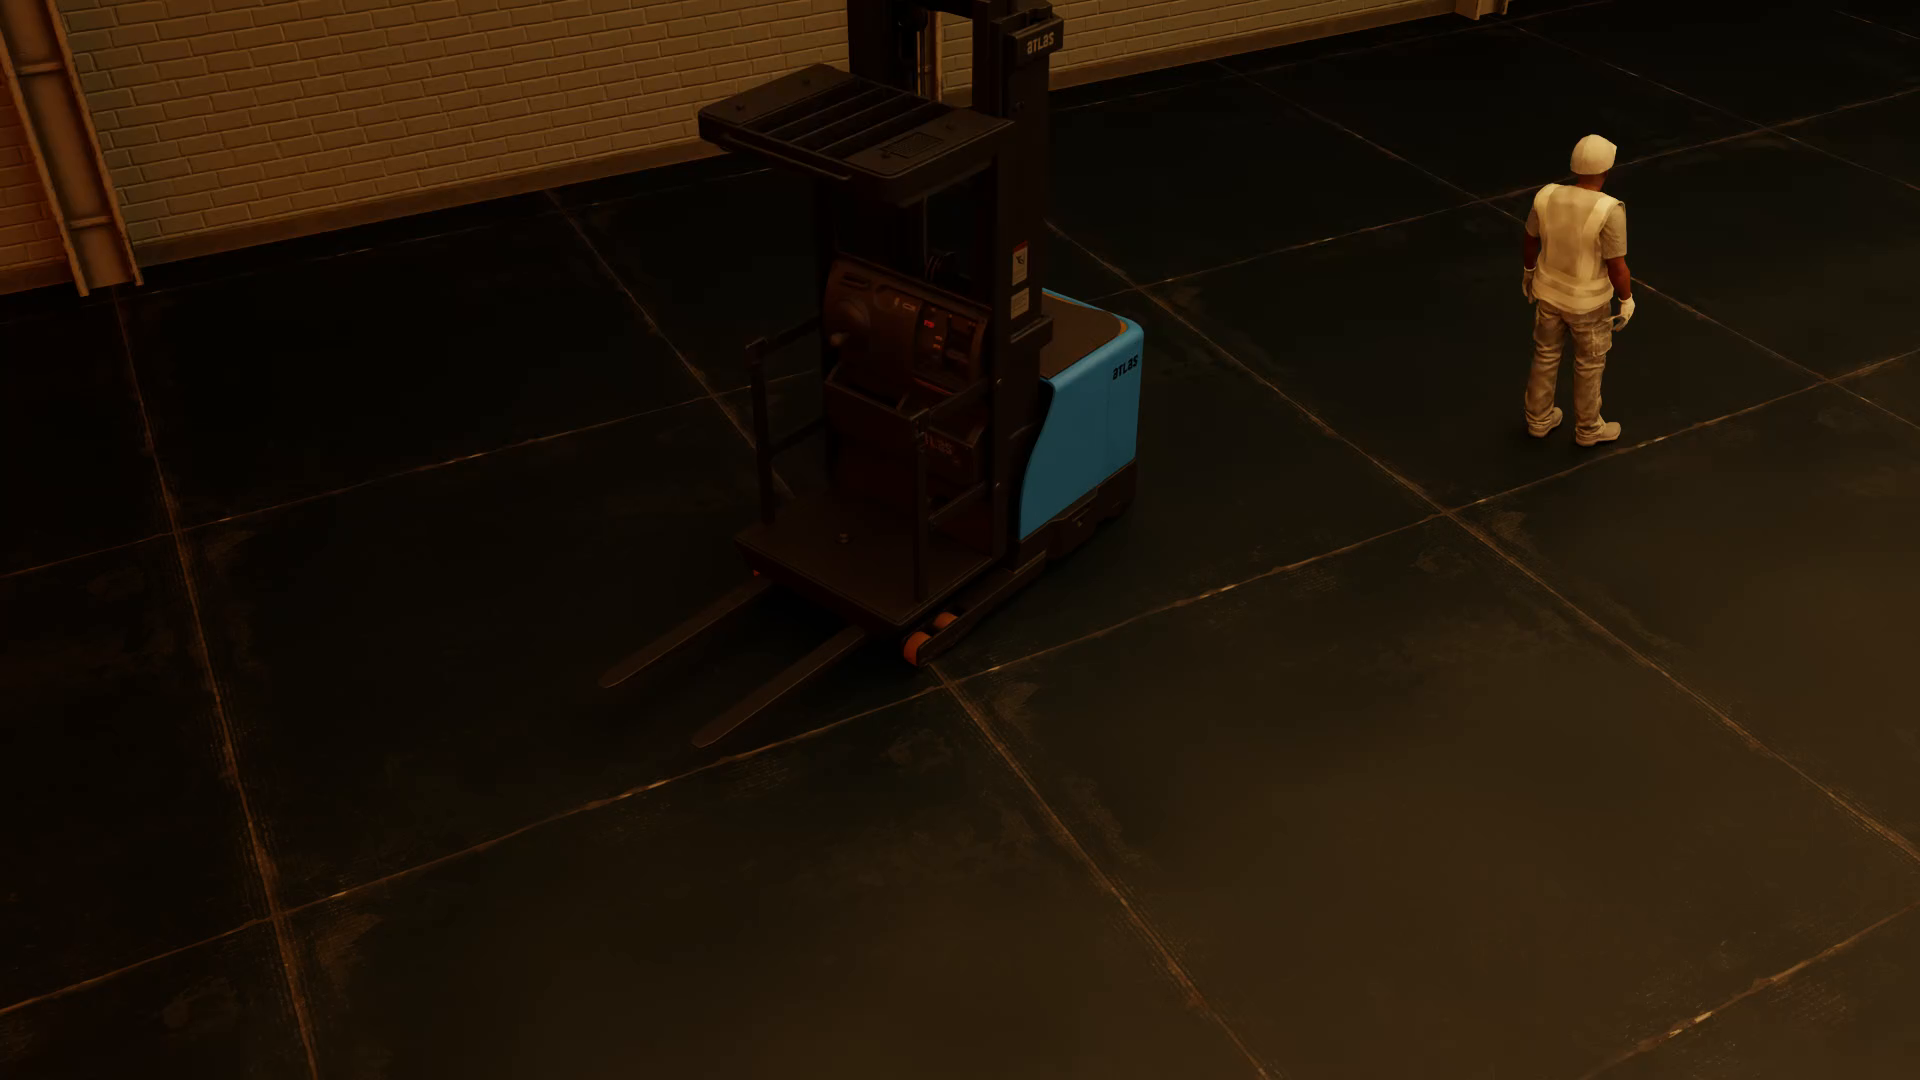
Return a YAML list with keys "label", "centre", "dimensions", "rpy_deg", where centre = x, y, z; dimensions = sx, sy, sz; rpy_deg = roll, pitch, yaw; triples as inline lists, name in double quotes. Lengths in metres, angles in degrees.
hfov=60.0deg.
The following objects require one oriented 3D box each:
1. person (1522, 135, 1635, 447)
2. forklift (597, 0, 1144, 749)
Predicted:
- label: "person"
  centre: [3.374, -1.361, 9.031]
  dimensions: [0.575, 1.785, 0.656]
  rpy_deg: [-25, 42, -31]
- label: "forklift"
  centre: [-0.390, -0.927, 7.434]
  dimensions: [1.130, 2.935, 3.031]
  rpy_deg: [26, 43, 31]
